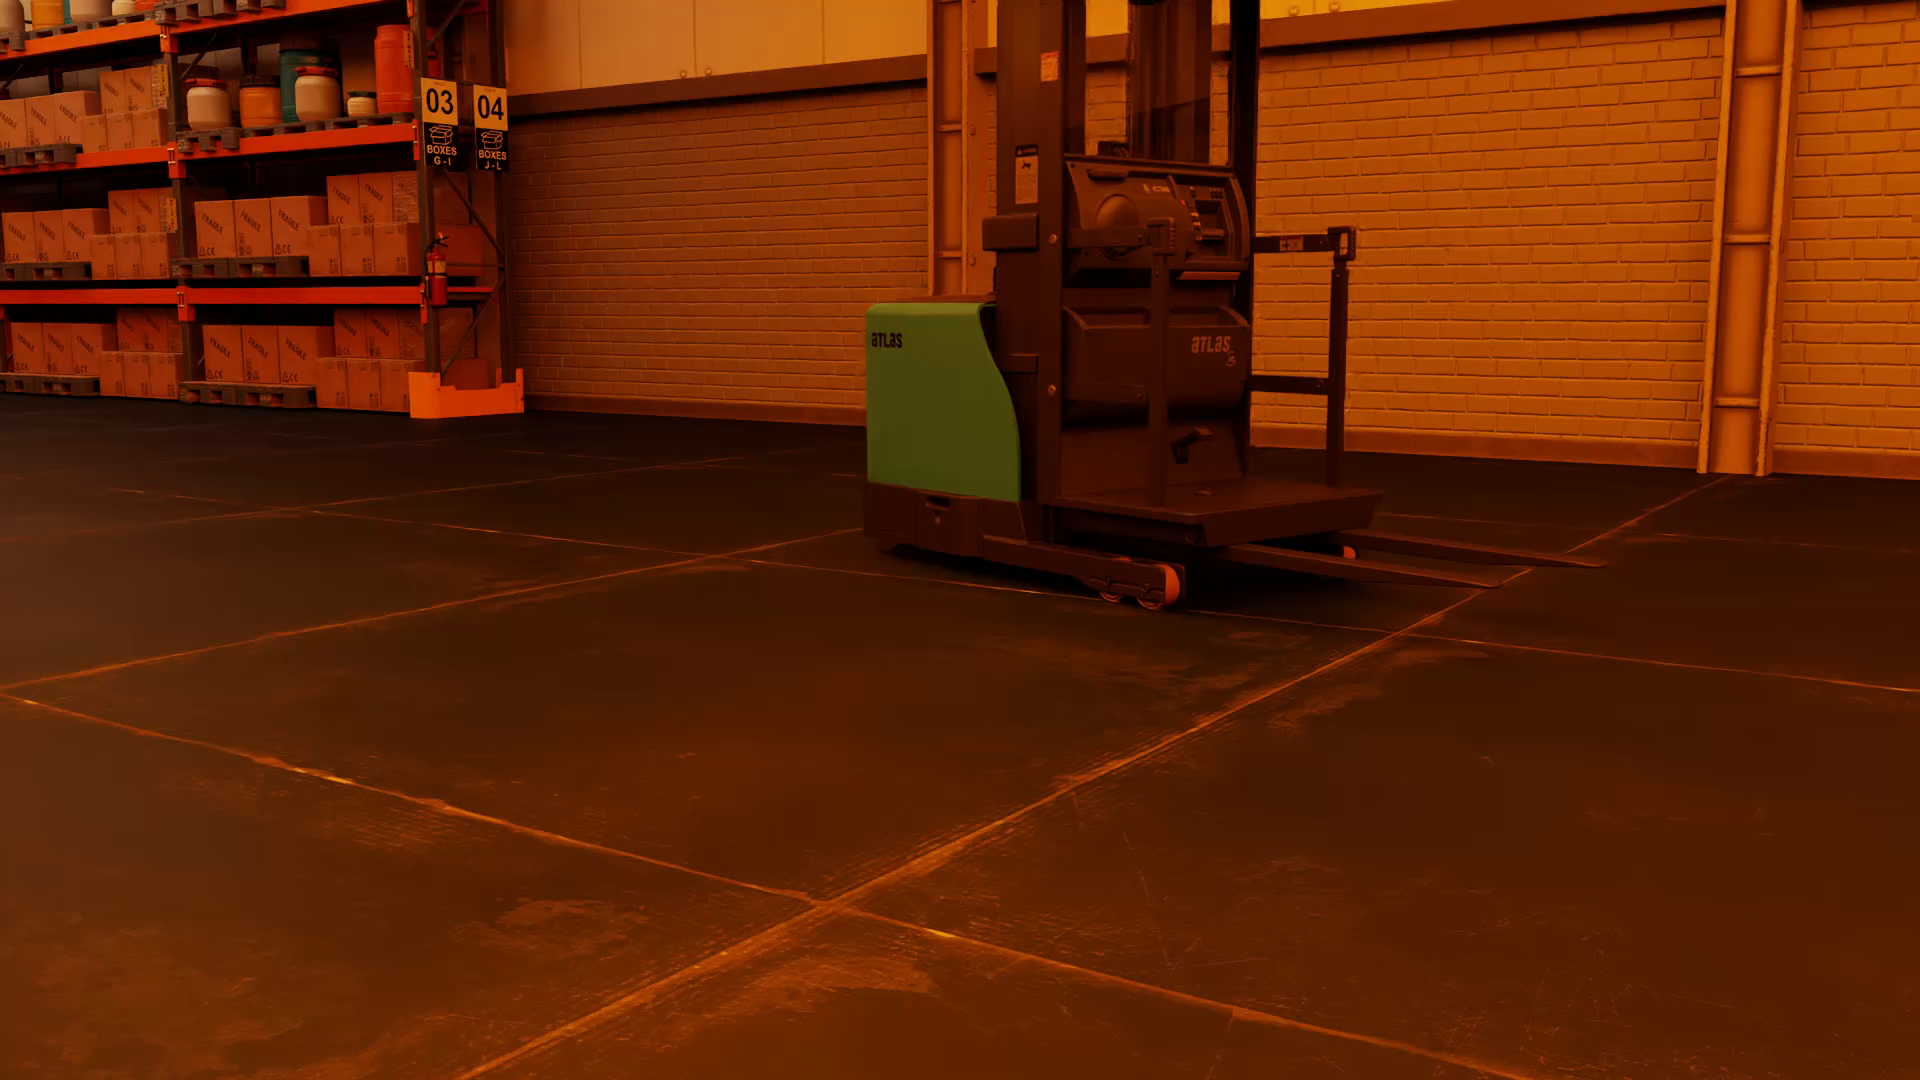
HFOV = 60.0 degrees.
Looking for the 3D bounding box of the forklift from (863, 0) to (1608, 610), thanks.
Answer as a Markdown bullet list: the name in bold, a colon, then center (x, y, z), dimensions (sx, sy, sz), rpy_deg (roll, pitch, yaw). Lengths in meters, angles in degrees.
- **forklift**: center (0.905, -1.284, 6.219), dimensions (1.130, 2.935, 3.031), rpy_deg (-7, 10, -39)
